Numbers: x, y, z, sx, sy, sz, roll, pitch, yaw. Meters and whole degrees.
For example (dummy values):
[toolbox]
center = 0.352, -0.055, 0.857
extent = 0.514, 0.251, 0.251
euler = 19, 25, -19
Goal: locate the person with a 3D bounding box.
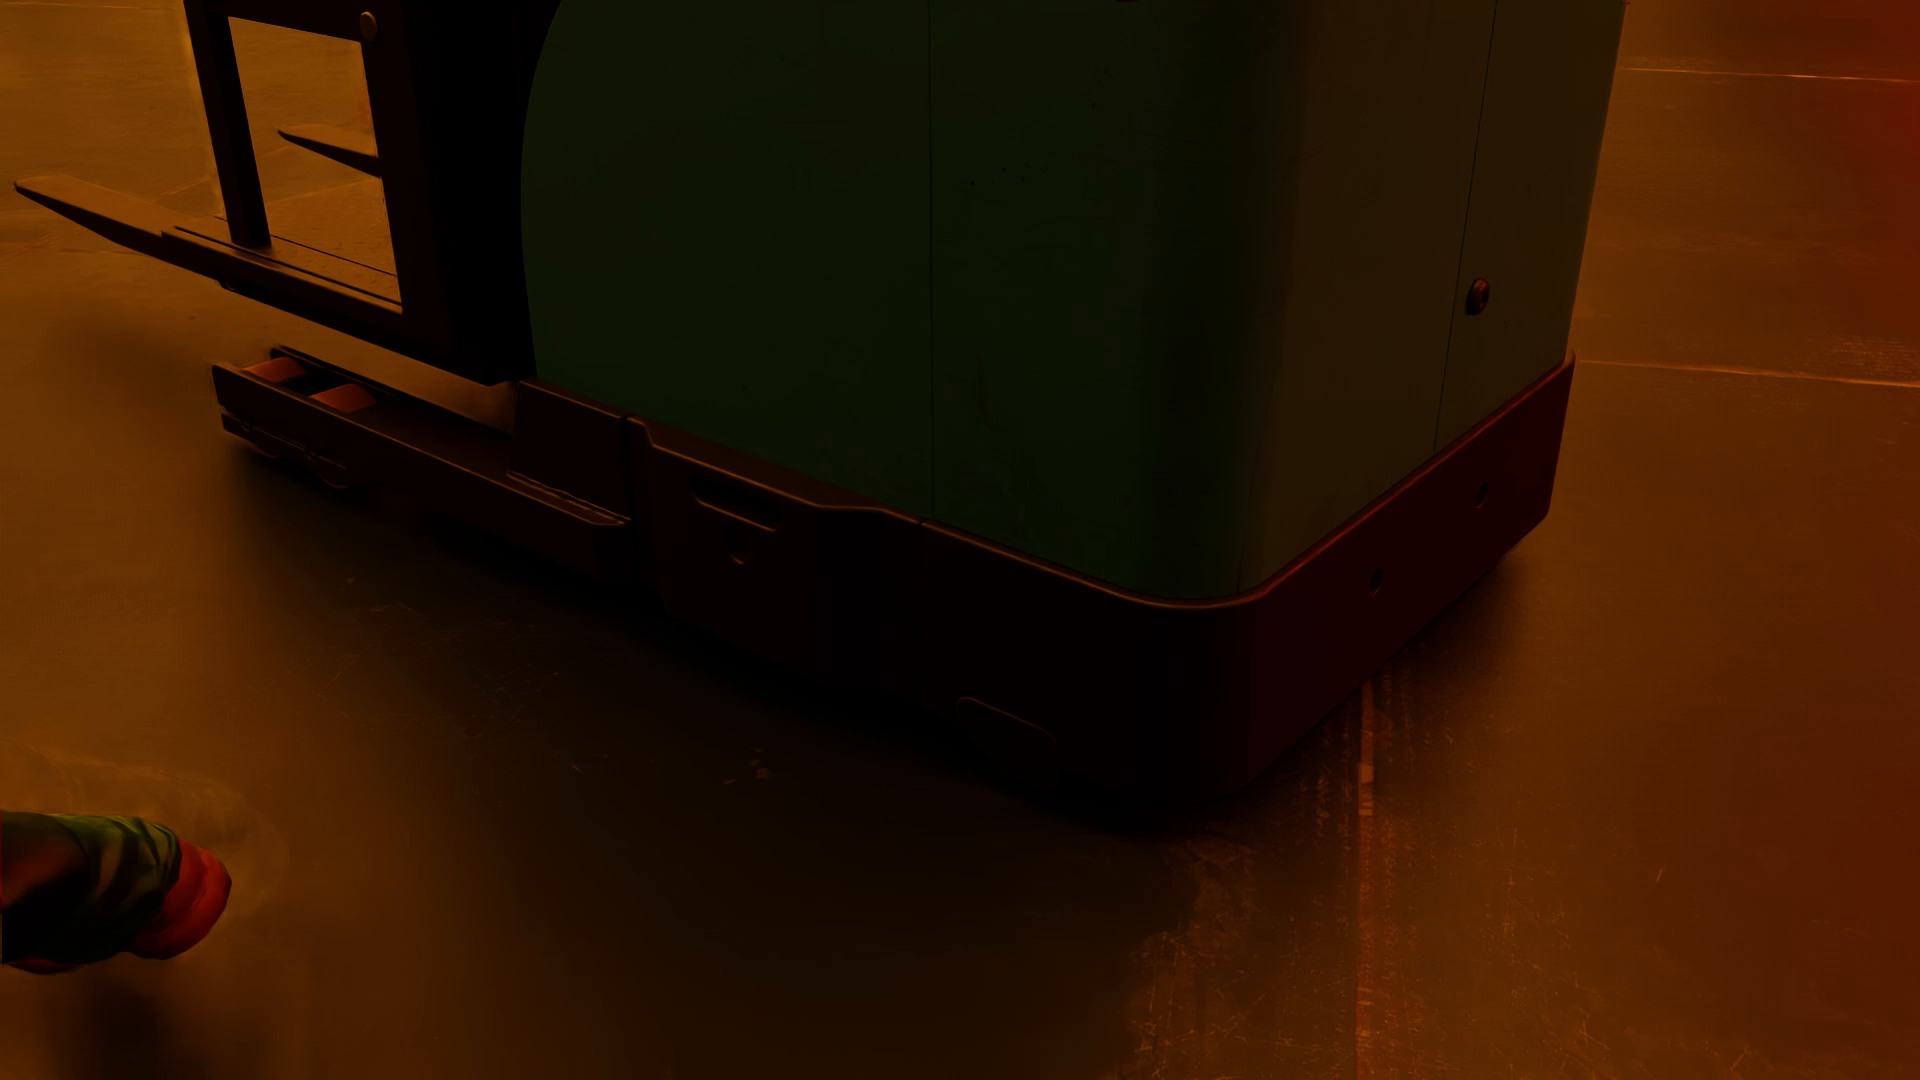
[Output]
[person]
center = -1.243, -0.105, 1.048
extent = 1.112, 1.553, 0.938
euler = -1, 27, -2

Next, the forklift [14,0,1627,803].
[forklift]
center = -0.602, -1.553, 2.325
extent = 3.031, 2.935, 1.130
euler = 20, 33, 34
